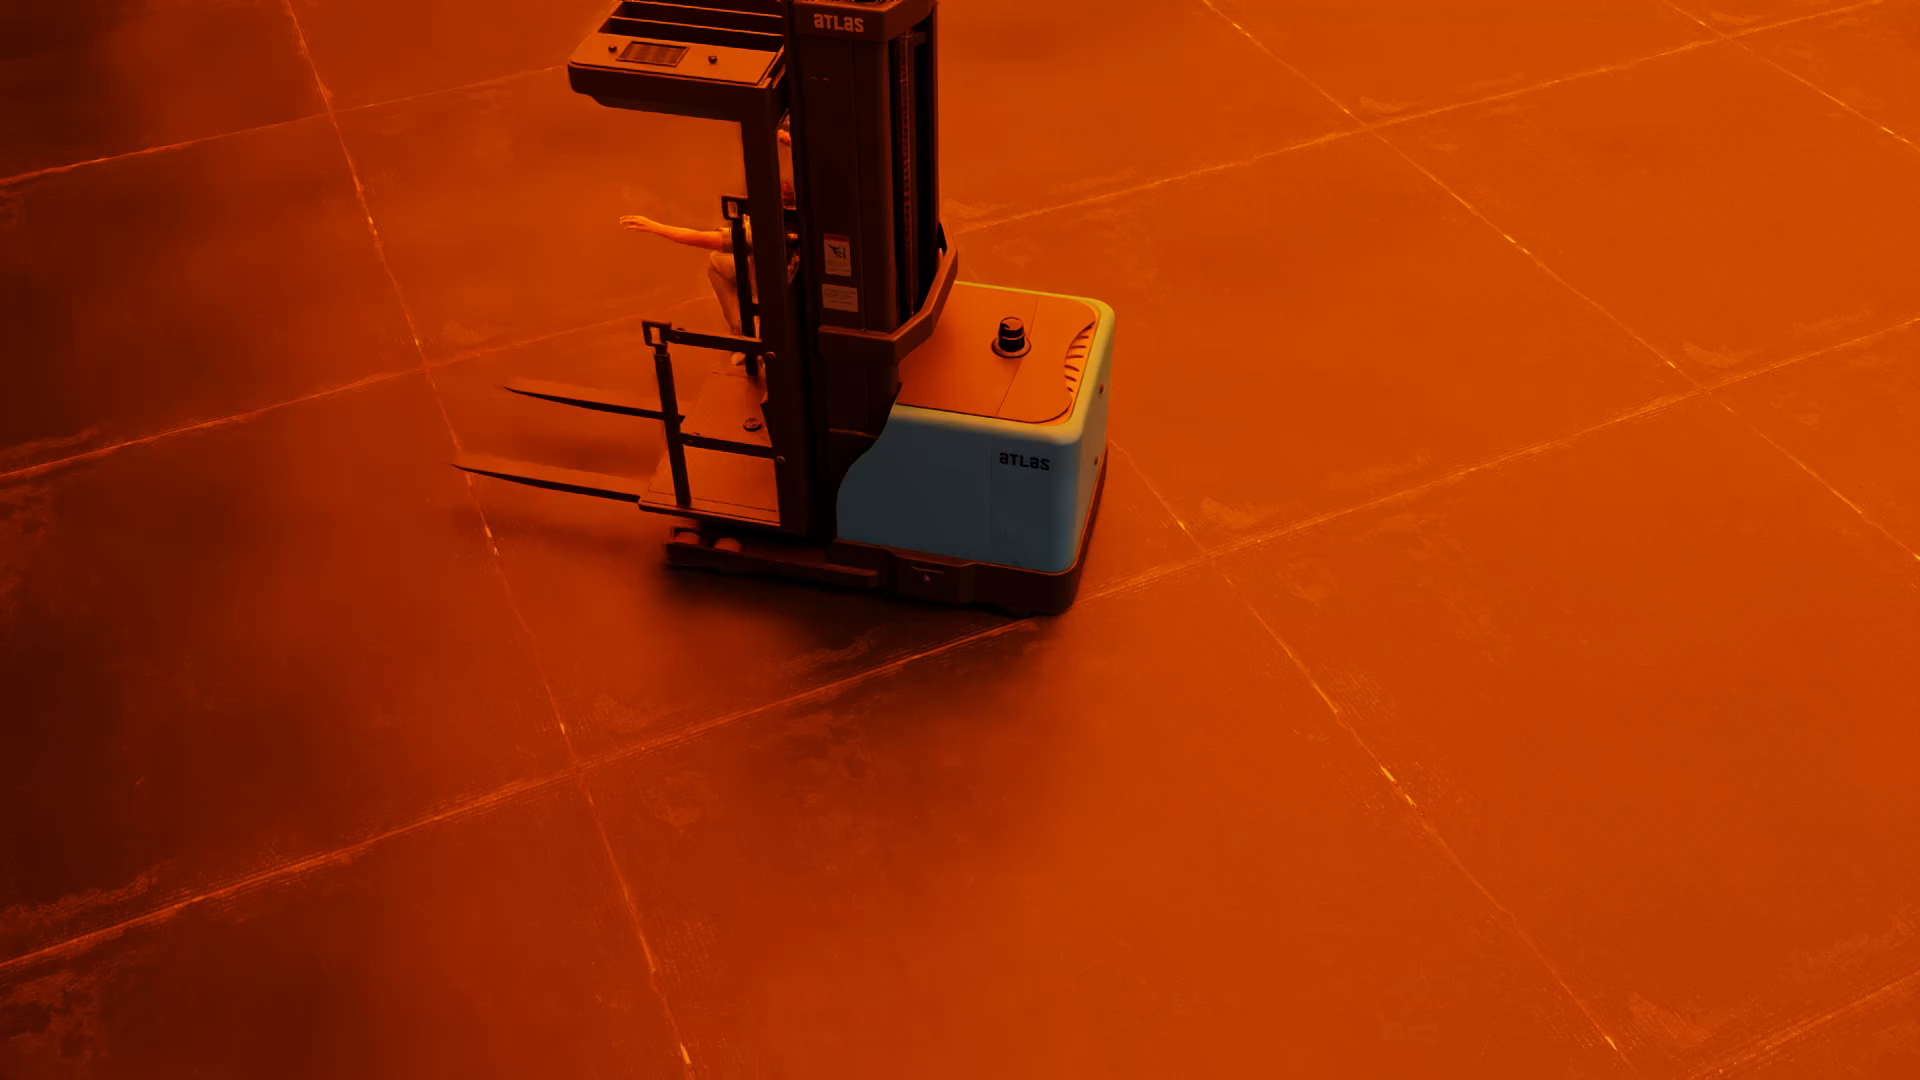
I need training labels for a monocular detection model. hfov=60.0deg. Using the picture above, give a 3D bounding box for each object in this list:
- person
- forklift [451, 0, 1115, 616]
[{"bbox_3d":[-1.164,-1.362,8.182,0.984,1.540,0.810,-13,45,-14],"label":"person"},{"bbox_3d":[-0.870,-1.260,7.030,3.031,2.935,1.130,9,44,9],"label":"forklift"}]
